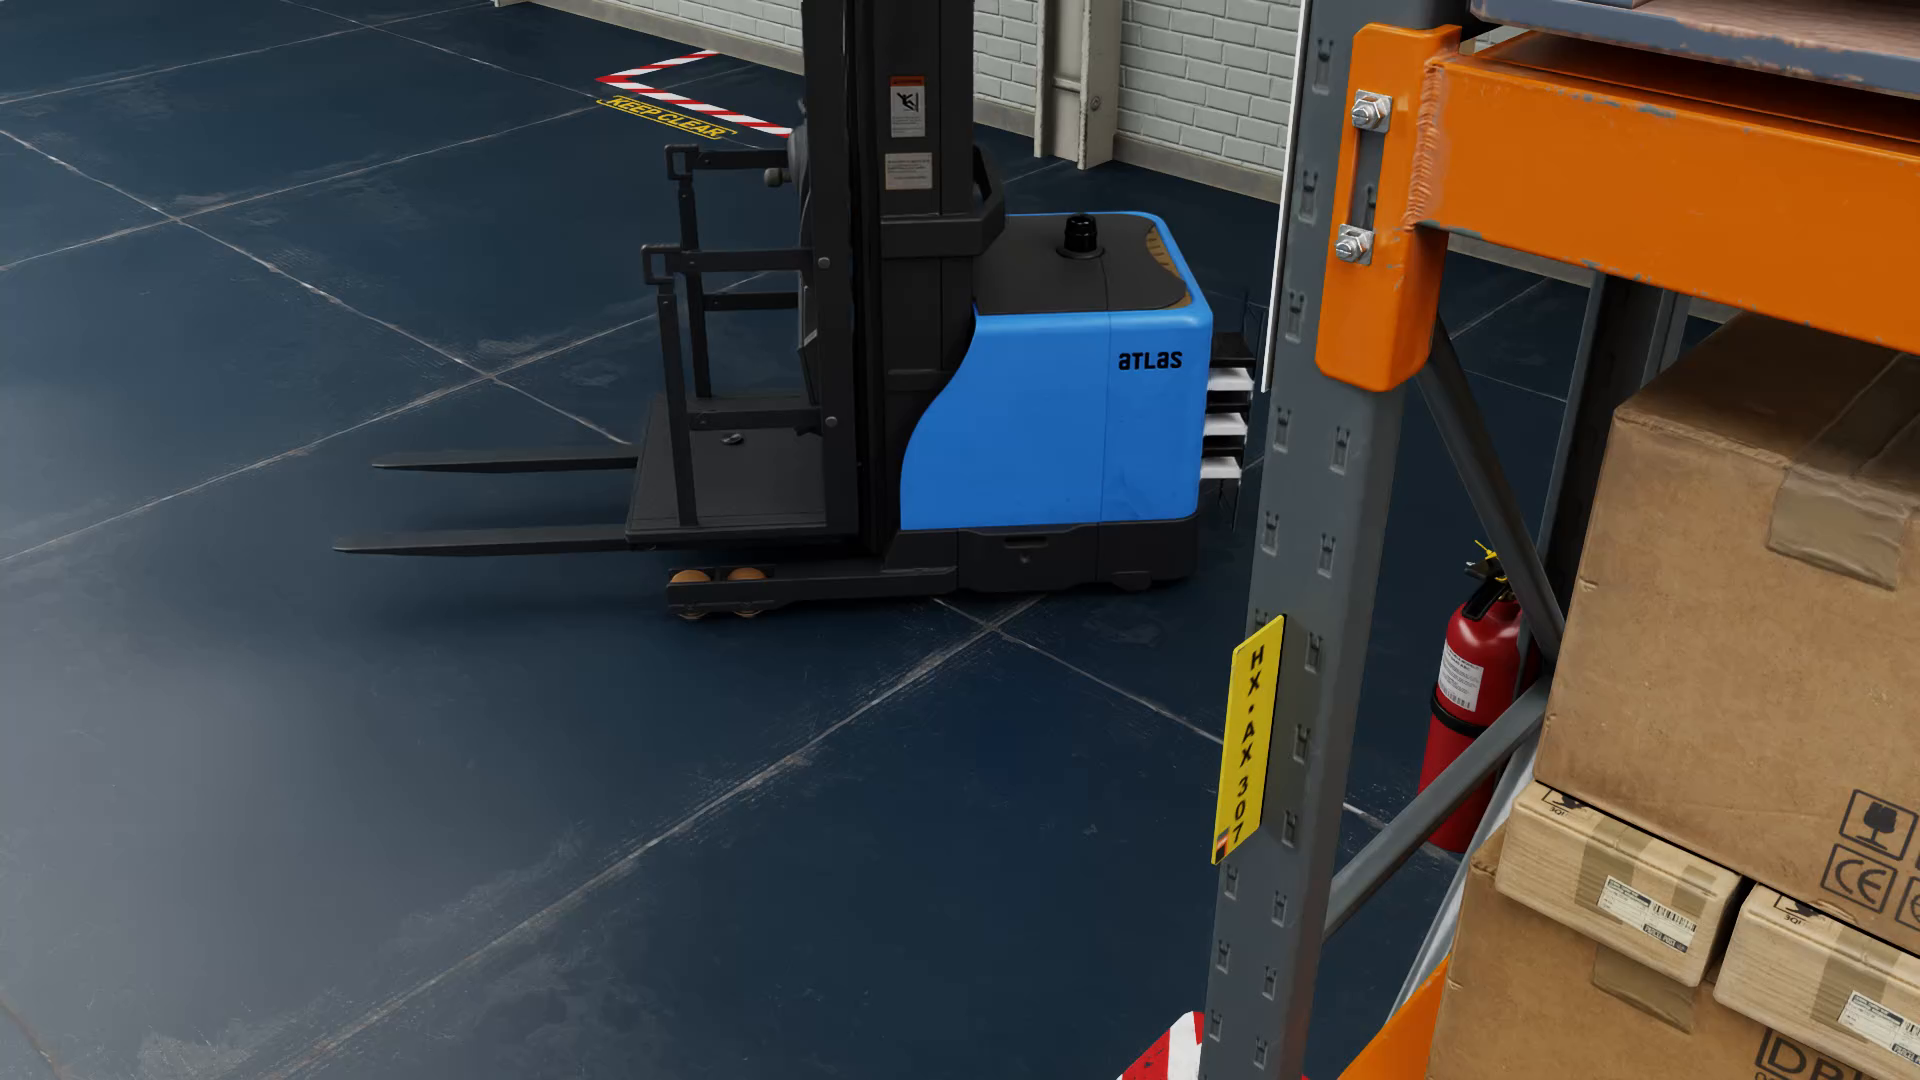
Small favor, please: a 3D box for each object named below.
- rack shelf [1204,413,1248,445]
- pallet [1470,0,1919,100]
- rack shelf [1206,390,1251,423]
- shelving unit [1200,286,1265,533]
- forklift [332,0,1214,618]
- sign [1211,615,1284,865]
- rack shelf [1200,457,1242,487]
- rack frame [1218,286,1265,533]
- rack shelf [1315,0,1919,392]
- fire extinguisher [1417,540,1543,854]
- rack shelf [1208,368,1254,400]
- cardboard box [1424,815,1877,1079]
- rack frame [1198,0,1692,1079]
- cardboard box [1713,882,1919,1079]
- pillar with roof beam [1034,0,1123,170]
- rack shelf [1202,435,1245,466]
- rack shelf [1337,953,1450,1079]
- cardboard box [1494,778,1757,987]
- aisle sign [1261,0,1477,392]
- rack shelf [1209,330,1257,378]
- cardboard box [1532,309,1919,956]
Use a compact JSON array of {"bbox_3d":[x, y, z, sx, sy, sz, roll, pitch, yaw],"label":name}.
[{"bbox_3d":[0.937,-0.445,6.173,0.200,0.077,0.258,-1,31,-6],"label":"rack shelf"},{"bbox_3d":[1.232,-0.551,1.435,1.213,0.211,1.003,25,39,35],"label":"pallet"},{"bbox_3d":[0.940,-0.522,6.127,0.200,0.077,0.258,-1,31,-6],"label":"rack shelf"},{"bbox_3d":[0.938,-0.473,6.156,0.210,0.900,0.258,-1,31,-6],"label":"shelving unit"},{"bbox_3d":[-0.695,-1.267,5.512,3.031,2.935,1.130,-2,31,-4],"label":"forklift"},{"bbox_3d":[0.348,0.247,2.016,0.005,0.325,0.100,25,39,35],"label":"sign"},{"bbox_3d":[0.930,-0.290,6.266,0.200,0.077,0.258,-1,31,-6],"label":"rack shelf"},{"bbox_3d":[1.039,-0.475,6.167,0.006,0.900,0.240,-1,31,-6],"label":"rack frame"},{"bbox_3d":[2.208,0.157,0.871,4.000,0.370,1.077,25,39,35],"label":"rack shelf"},{"bbox_3d":[0.949,0.256,2.992,0.183,0.674,0.296,25,39,35],"label":"fire extinguisher"},{"bbox_3d":[0.943,-0.599,6.081,0.200,0.077,0.258,-1,31,-6],"label":"rack shelf"},{"bbox_3d":[1.062,0.565,2.306,0.500,0.500,0.700,25,39,35],"label":"cardboard box"},{"bbox_3d":[0.727,0.440,2.611,0.053,2.616,0.949,25,39,35],"label":"rack frame"},{"bbox_3d":[1.069,0.429,1.903,0.250,0.149,0.380,24,38,34],"label":"cardboard box"},{"bbox_3d":[-2.192,-4.543,5.072,0.400,9.000,9.100,25,39,35],"label":"pillar with roof beam"},{"bbox_3d":[0.934,-0.367,6.220,0.200,0.077,0.258,-1,31,-6],"label":"rack shelf"},{"bbox_3d":[2.208,1.442,1.644,4.000,0.370,1.077,25,39,35],"label":"rack shelf"},{"bbox_3d":[0.871,0.339,2.053,0.250,0.149,0.380,25,39,35],"label":"cardboard box"},{"bbox_3d":[0.470,-0.578,1.781,0.004,0.787,0.394,25,39,35],"label":"aisle sign"},{"bbox_3d":[0.947,-0.676,6.035,0.200,0.077,0.258,-1,31,-6],"label":"rack shelf"},{"bbox_3d":[1.102,0.027,1.941,0.500,0.500,0.700,25,39,35],"label":"cardboard box"}]
